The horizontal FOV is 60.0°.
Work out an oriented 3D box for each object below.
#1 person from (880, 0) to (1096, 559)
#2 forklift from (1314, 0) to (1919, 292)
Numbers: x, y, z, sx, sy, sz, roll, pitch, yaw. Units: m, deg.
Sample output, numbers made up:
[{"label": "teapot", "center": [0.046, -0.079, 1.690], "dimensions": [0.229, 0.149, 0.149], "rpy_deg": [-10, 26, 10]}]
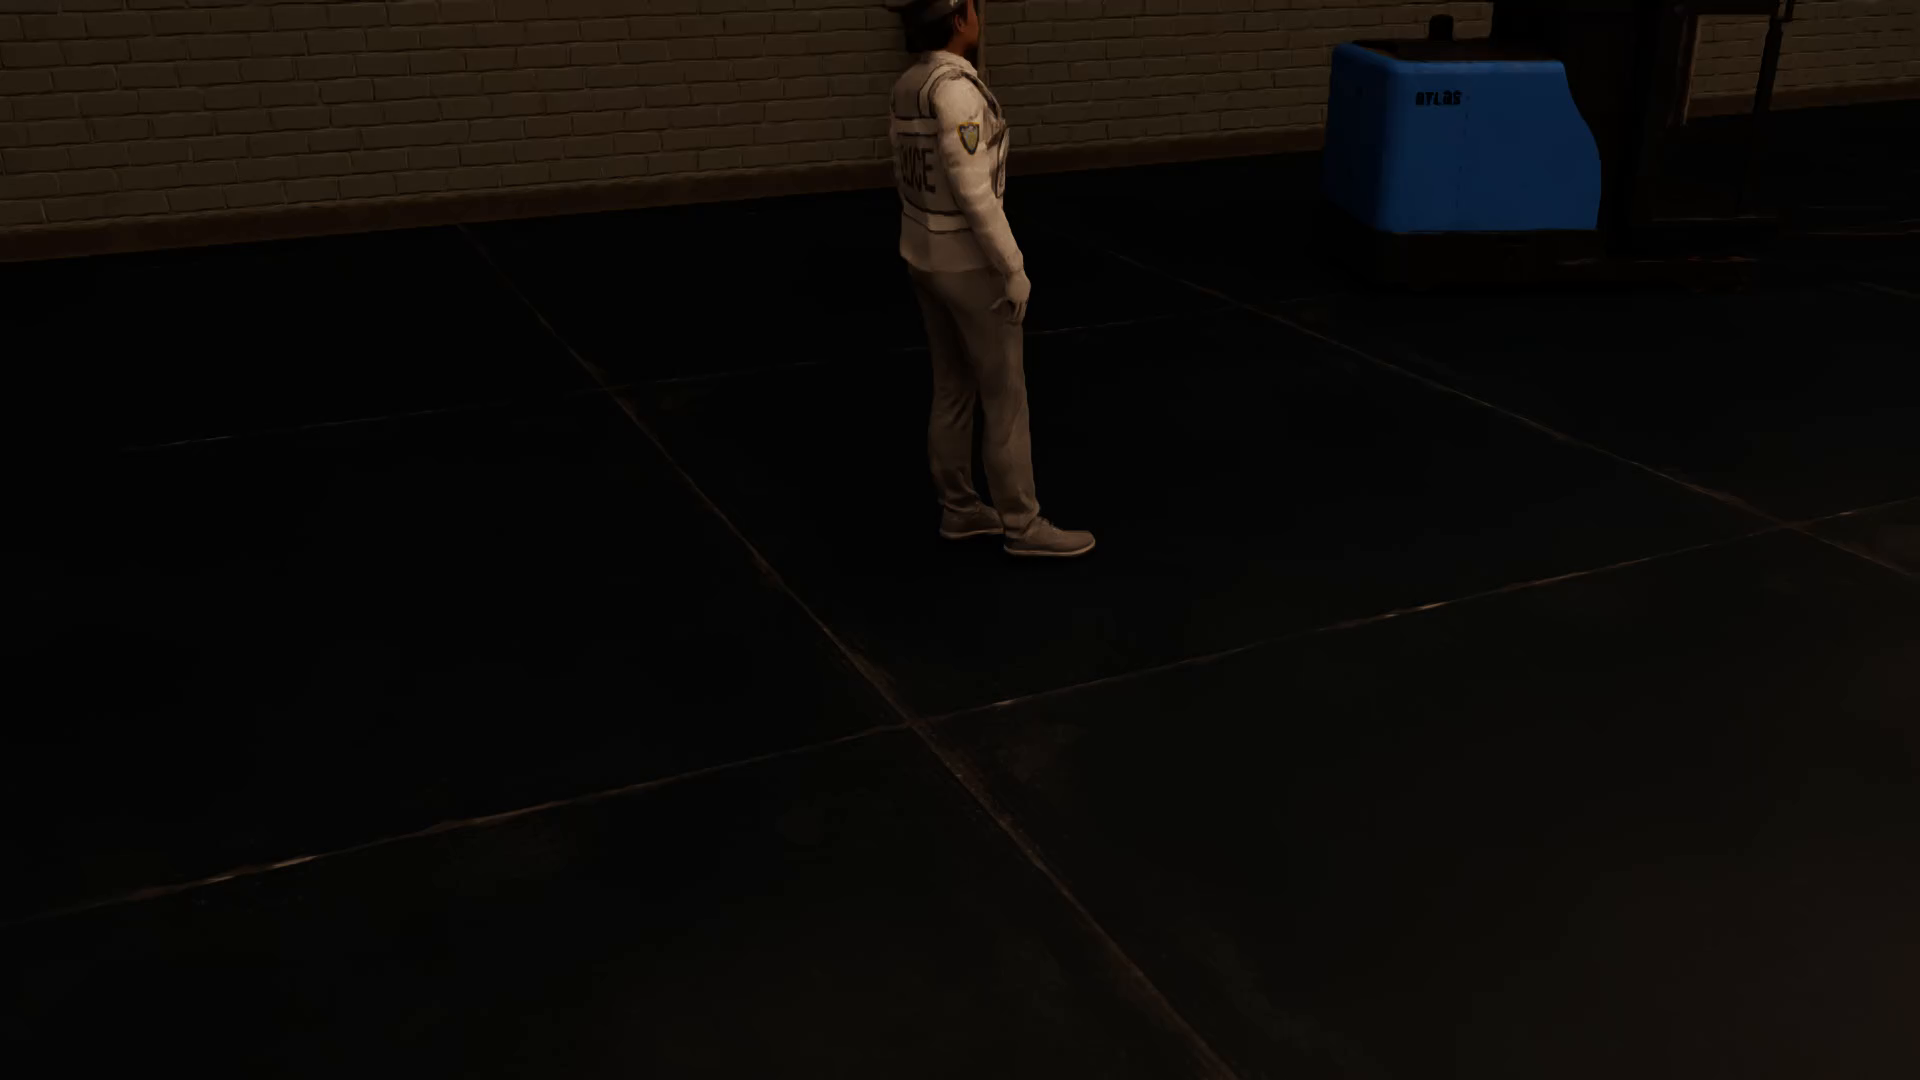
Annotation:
[{"label": "person", "center": [0.064, -0.798, 4.799], "dimensions": [0.533, 1.695, 0.586], "rpy_deg": [-10, 25, -23]}, {"label": "forklift", "center": [3.399, -2.744, 7.890], "dimensions": [3.031, 2.935, 1.130], "rpy_deg": [-2, 23, -5]}]
